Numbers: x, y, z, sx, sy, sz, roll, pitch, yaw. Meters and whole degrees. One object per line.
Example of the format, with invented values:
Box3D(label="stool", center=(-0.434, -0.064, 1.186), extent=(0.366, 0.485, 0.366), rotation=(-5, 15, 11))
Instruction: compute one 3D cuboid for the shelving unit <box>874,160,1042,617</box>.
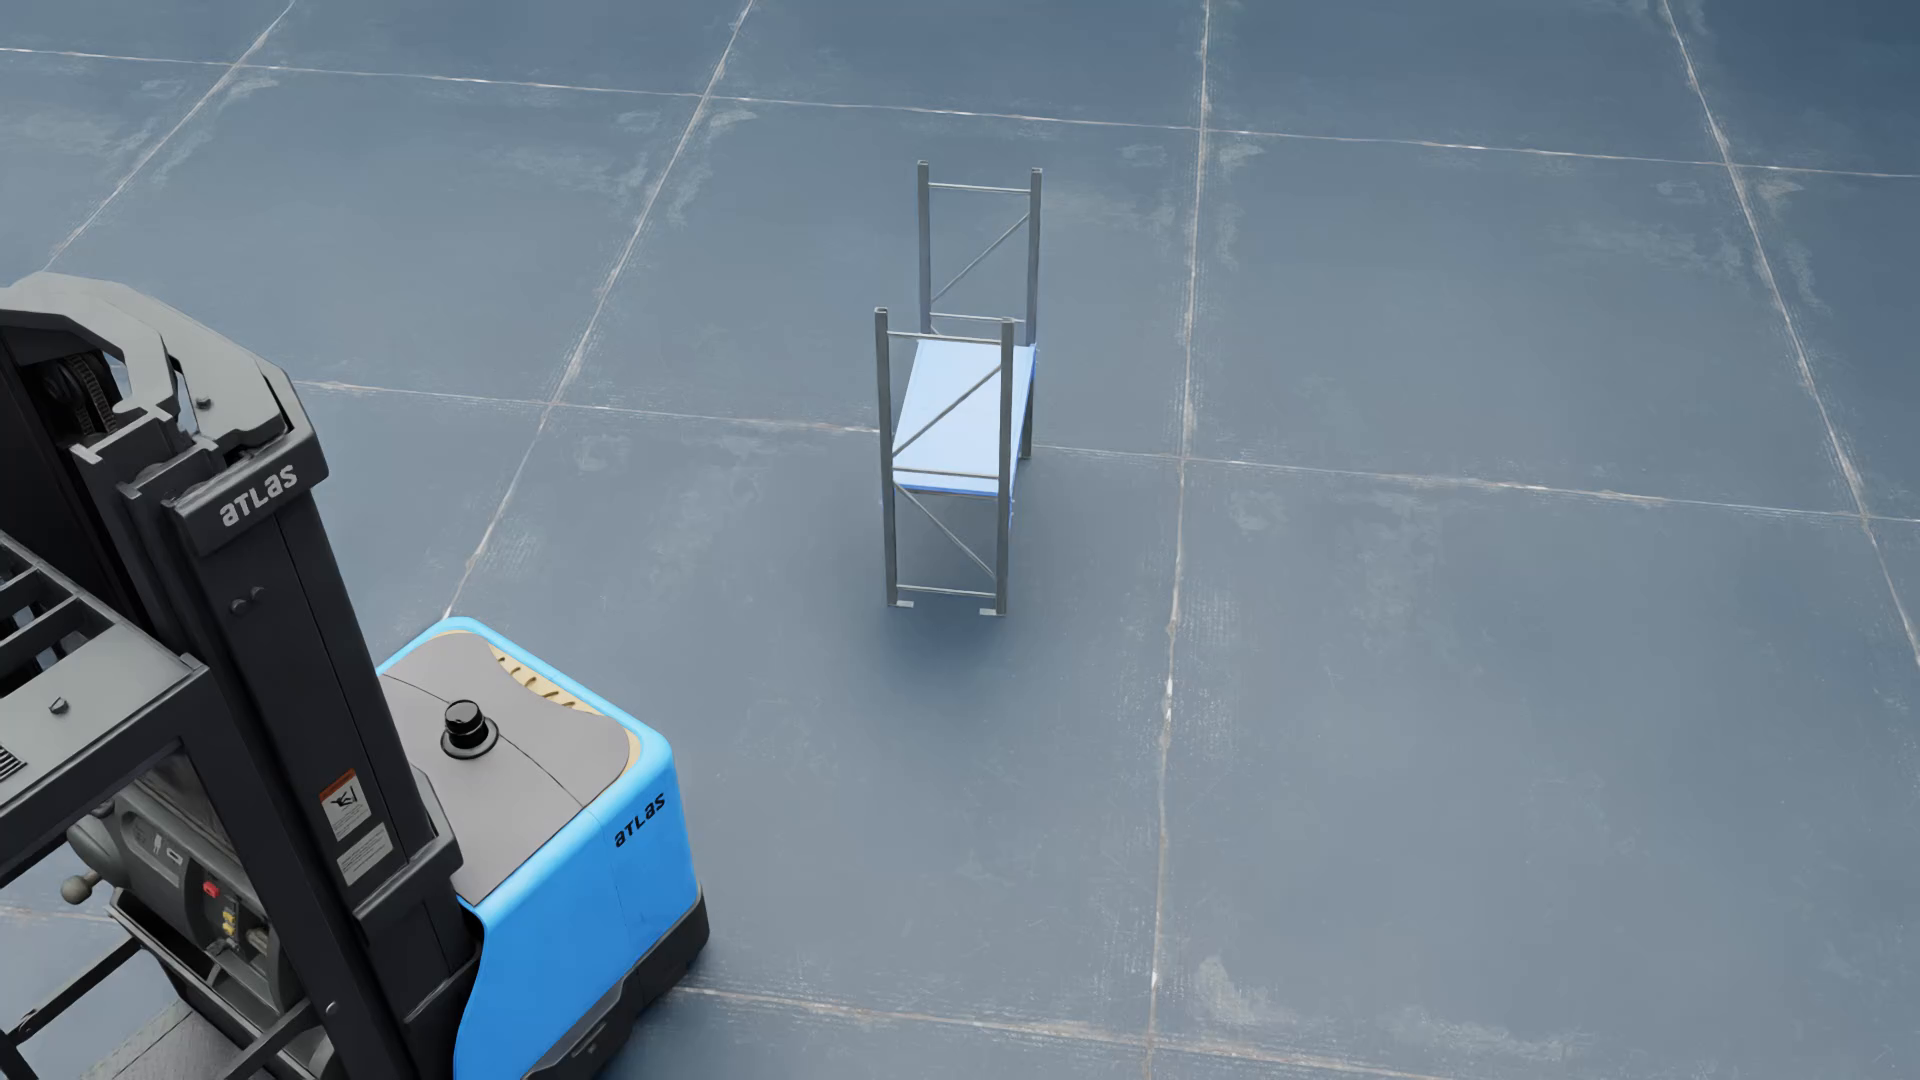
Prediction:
Box3D(label="shelving unit", center=(0.011, -0.603, 6.796), extent=(0.538, 1.500, 1.048), rotation=(5, 44, 6))

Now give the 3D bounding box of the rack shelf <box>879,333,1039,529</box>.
Box3D(label="rack shelf", center=(0.011, -0.472, 6.919), extent=(0.538, 0.185, 1.000), rotation=(5, 44, 6))

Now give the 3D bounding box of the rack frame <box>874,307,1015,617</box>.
Box3D(label="rack frame", center=(-0.056, -0.256, 6.430), extent=(0.500, 1.500, 0.032), rotation=(5, 44, 6))

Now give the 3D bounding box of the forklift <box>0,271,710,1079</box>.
Box3D(label="forklift", center=(-2.133, 0.955, 4.109), extent=(1.130, 2.935, 3.031), rotation=(27, 49, 25))

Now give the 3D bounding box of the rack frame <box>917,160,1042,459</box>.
Box3D(label="rack frame", center=(0.078, -0.949, 7.162), extent=(0.500, 1.500, 0.032), rotation=(5, 44, 6))
